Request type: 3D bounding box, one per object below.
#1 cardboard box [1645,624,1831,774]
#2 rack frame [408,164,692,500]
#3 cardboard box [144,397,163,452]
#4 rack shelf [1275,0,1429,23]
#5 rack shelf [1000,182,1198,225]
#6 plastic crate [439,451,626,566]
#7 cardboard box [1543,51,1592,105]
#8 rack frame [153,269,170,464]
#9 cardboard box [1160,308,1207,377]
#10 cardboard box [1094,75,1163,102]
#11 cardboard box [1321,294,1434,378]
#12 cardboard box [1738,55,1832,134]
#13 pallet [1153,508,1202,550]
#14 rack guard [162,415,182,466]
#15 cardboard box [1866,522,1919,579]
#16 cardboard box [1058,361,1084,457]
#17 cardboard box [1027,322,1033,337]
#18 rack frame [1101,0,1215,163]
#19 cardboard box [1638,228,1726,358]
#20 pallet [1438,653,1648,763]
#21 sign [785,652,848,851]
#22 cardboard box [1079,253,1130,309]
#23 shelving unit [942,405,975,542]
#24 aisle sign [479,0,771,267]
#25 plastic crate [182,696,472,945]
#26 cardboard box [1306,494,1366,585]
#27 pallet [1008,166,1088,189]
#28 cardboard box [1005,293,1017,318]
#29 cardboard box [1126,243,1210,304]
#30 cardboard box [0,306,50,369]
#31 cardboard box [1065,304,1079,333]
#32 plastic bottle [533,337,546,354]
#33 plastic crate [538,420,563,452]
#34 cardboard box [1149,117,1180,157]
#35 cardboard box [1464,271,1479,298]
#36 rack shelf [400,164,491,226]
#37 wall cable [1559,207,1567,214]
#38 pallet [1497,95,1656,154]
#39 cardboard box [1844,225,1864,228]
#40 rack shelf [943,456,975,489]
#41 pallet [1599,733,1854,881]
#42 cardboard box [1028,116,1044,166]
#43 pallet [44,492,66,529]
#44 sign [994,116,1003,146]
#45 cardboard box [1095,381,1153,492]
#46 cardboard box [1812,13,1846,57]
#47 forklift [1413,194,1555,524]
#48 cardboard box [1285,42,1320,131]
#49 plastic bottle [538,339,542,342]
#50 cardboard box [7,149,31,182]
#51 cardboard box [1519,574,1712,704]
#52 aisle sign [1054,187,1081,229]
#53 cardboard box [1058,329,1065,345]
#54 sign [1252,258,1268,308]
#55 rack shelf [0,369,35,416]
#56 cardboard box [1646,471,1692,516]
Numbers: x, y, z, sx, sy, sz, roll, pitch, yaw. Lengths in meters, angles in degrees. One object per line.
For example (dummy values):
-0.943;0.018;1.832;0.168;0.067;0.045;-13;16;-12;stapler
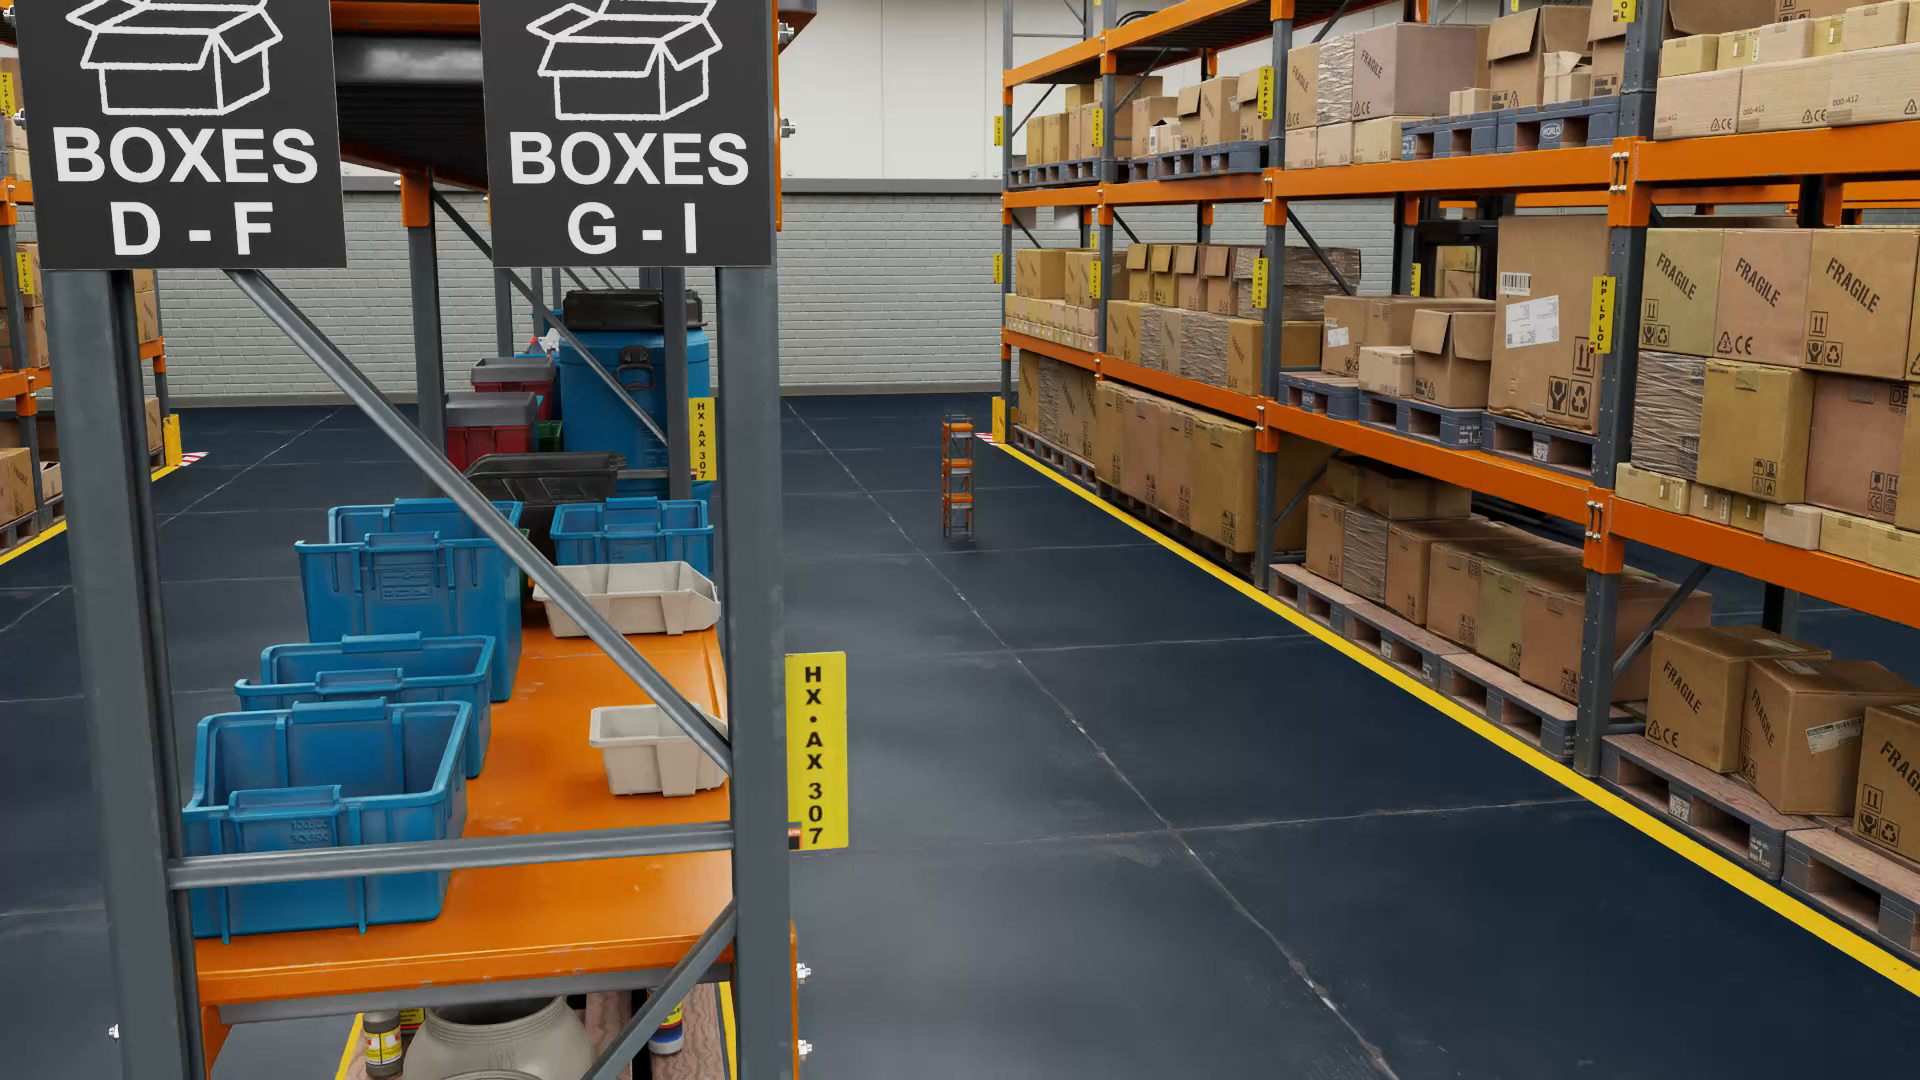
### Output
3.348;0.677;7.182;0.500;0.500;0.500;-2;11;-13;cardboard box
-1.549;-0.240;6.434;1.000;3.000;0.127;-2;11;-11;rack frame
-8.395;-1.159;16.770;0.500;0.500;0.500;-2;11;-11;cardboard box
2.920;-3.184;8.851;1.077;0.370;4.000;-2;11;-11;rack shelf
1.365;-3.374;16.803;1.077;0.370;4.000;-2;11;-11;rack shelf
-1.572;-0.109;5.911;0.767;0.338;0.504;-2;11;-11;plastic crate
3.029;-2.202;7.960;0.396;0.266;0.258;-2;11;-9;cardboard box
-8.742;-2.261;17.054;1.000;3.000;0.127;-2;11;-11;rack frame
1.899;-1.564;13.125;0.500;0.500;0.500;-2;11;-10;cardboard box
1.577;-4.206;15.588;0.500;0.250;0.500;-3;11;-15;cardboard box
2.676;-1.311;10.673;0.500;0.500;0.500;-4;11;-18;cardboard box
3.254;-1.631;6.122;0.500;0.250;0.500;-2;11;-12;cardboard box
2.218;-0.154;13.443;1.003;0.211;1.213;-2;11;-11;pallet
-8.728;-1.019;17.215;1.175;0.500;0.348;-2;11;-11;rack guard
3.361;0.029;5.696;0.380;0.149;0.250;-2;11;-11;cardboard box
1.529;-1.339;16.767;0.875;0.875;0.875;-2;11;-11;cardboard box
0.923;-2.232;17.572;0.380;0.149;0.250;-2;11;-12;cardboard box
1.754;-4.834;14.528;1.000;3.000;0.127;-2;11;-11;rack frame
3.148;-1.015;6.767;0.500;0.500;0.500;-2;11;-11;cardboard box
3.157;0.807;8.391;1.003;0.211;1.213;-2;11;-11;pallet
-0.230;0.339;2.654;0.100;0.325;0.005;-2;11;-11;sign
1.402;-2.403;15.397;0.500;0.500;0.500;-2;11;-9;cardboard box
-0.010;-0.526;13.150;0.215;1.050;0.252;-2;11;-11;shelving unit
-0.470;-0.781;2.323;0.394;0.787;0.004;-2;11;-11;aisle sign
-1.162;0.486;3.018;0.499;0.251;0.616;-2;11;-11;plastic crate
2.681;-0.020;10.785;0.700;0.500;0.500;-3;11;-14;cardboard box
1.130;-3.915;17.958;1.003;0.211;1.213;-2;11;-11;pallet
0.804;-2.595;18.416;0.500;0.250;0.500;-2;11;-13;cardboard box
1.886;-2.312;14.372;0.797;0.503;0.637;-2;11;-12;cardboard box
-7.796;-1.680;13.734;0.500;0.500;0.500;-2;11;-10;cardboard box
1.307;-2.126;15.949;0.500;0.250;0.500;-2;11;-9;cardboard box
-3.098;-1.307;12.171;0.144;0.351;0.185;-2;11;-11;plastic bottle
-2.164;-0.445;8.078;0.450;0.188;0.662;-2;11;-11;plastic crate
1.879;-3.319;13.703;0.500;0.311;0.500;-3;11;-13;cardboard box
5.889;-2.698;18.286;0.500;0.500;0.500;-2;11;-10;cardboard box
-1.938;-1.727;8.148;1.077;0.370;4.000;-2;11;-11;rack shelf
9.577;-4.529;26.168;0.585;1.953;0.123;-2;11;-11;wall cable
3.294;-1.918;7.733;1.213;0.211;1.003;-2;11;-11;pallet
10.622;-3.620;19.517;0.380;0.149;0.250;-2;11;-13;cardboard box
-0.010;-0.515;13.152;0.215;0.259;0.240;-2;11;-11;rack shelf
3.475;1.072;7.001;1.003;0.211;1.213;-2;11;-11;pallet
1.120;-4.198;17.549;0.700;0.500;0.500;-3;11;-13;cardboard box
-8.097;-0.284;14.123;1.003;0.211;1.213;-2;11;-11;pallet
0.430;-4.544;18.474;0.100;0.325;0.005;-2;11;-11;sign
1.898;-0.933;14.636;1.225;0.875;0.875;-2;11;-11;cardboard box
3.311;-1.804;5.967;0.380;0.149;0.250;-2;11;-9;cardboard box
4.390;-1.636;13.954;1.130;2.935;3.031;-2;11;-12;forklift
2.371;-2.826;10.396;0.500;0.500;0.500;-2;11;-10;cardboard box
-3.322;-1.456;13.166;0.097;0.271;0.097;0;11;0;plastic bottle
-7.816;-3.026;13.449;0.500;0.250;0.500;-2;11;-11;cardboard box
3.211;0.479;8.169;0.700;0.500;0.500;-3;11;-15;cardboard box
1.256;-3.922;18.827;0.394;0.787;0.004;-2;11;-11;aisle sign
1.172;-1.996;16.335;0.380;0.149;0.250;-2;11;-10;cardboard box
1.988;-1.702;11.017;0.100;0.325;0.005;-2;11;-11;sign
-7.575;-0.807;11.340;1.077;0.370;4.000;-2;11;-11;rack shelf
3.092;-0.200;6.896;0.380;0.149;0.250;-2;11;-11;cardboard box
